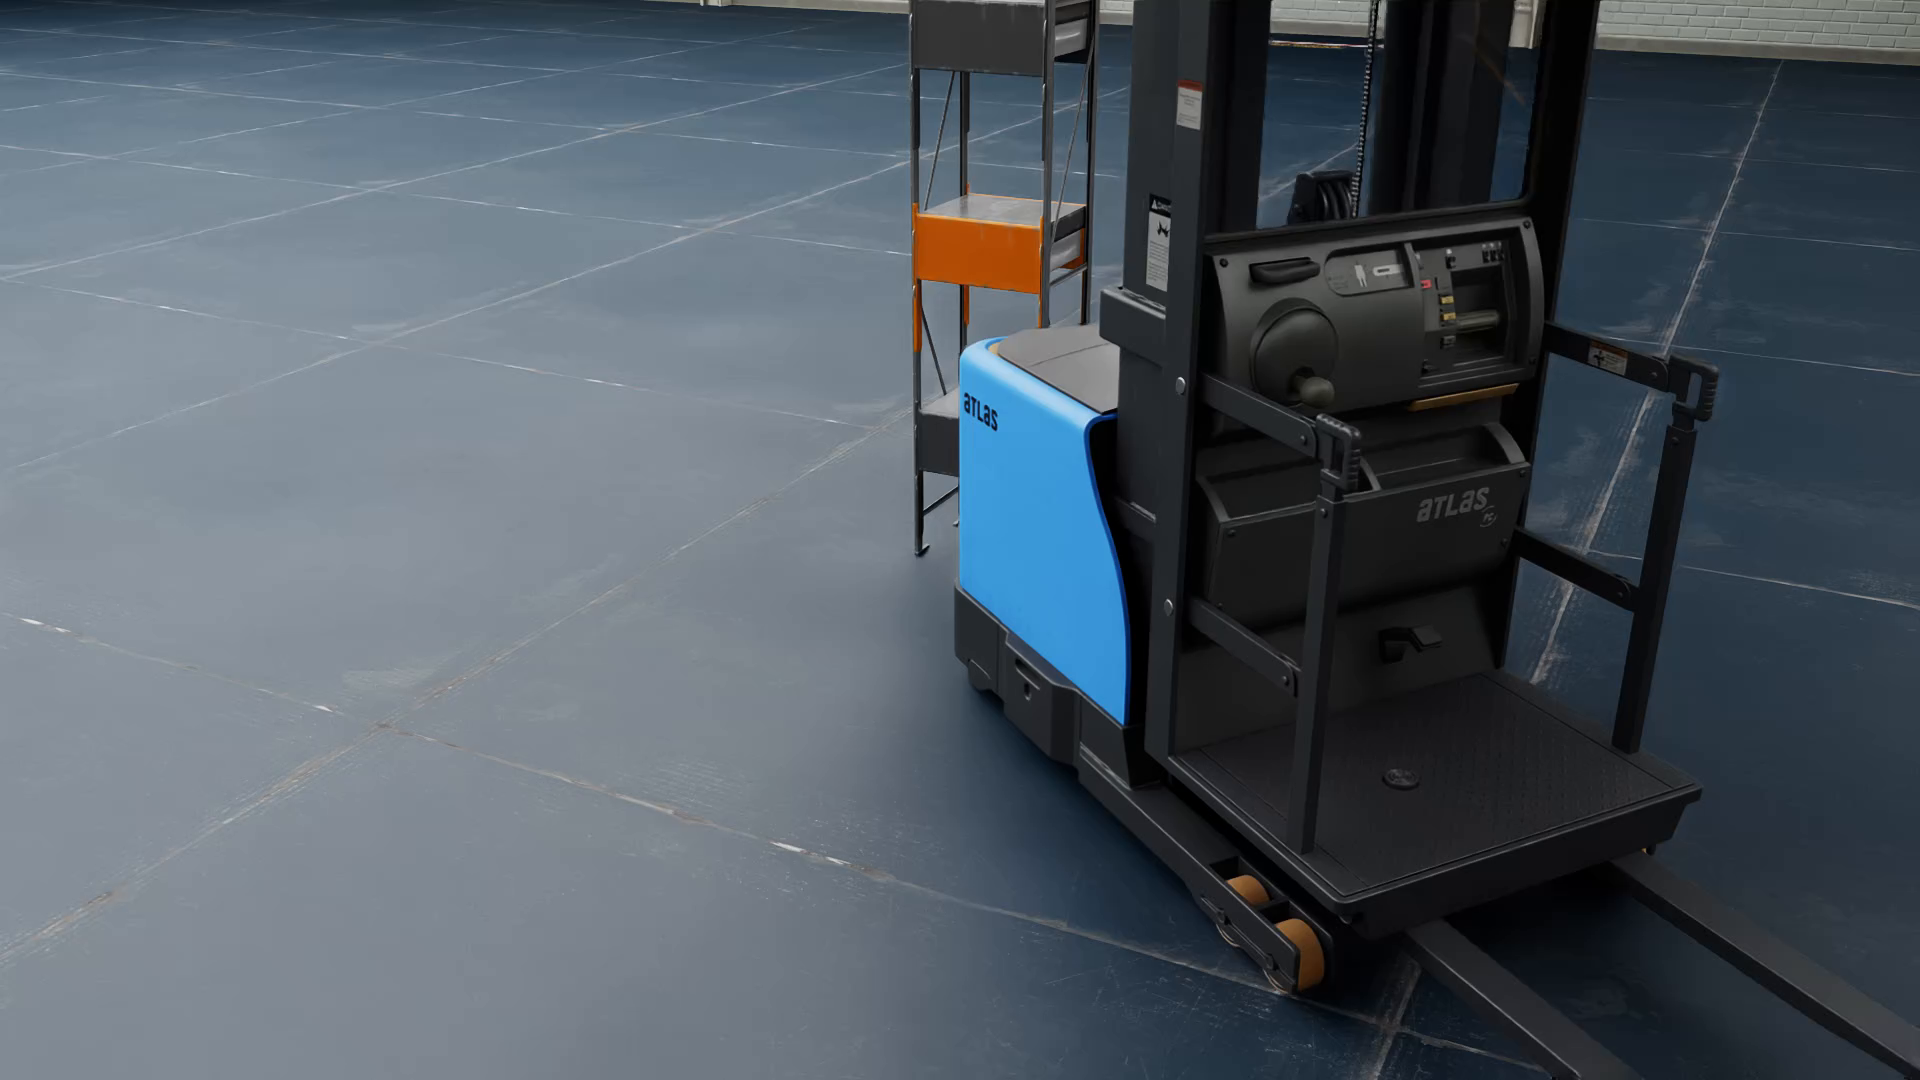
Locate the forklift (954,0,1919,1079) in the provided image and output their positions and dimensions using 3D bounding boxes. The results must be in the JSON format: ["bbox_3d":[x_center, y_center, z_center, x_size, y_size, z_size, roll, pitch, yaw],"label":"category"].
[{"bbox_3d":[1.084,-0.508,3.700,1.130,2.935,3.031,-11,25,-24],"label":"forklift"}]

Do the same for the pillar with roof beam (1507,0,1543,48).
[{"bbox_3d":[5.005,-8.783,15.405,0.400,9.000,9.100,11,25,25],"label":"pillar with roof beam"}]

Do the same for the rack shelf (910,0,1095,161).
[{"bbox_3d":[0.148,-1.569,5.502,0.480,0.518,0.431,11,25,25],"label":"rack shelf"}]

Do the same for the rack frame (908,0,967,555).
[{"bbox_3d":[-0.070,-0.980,5.872,0.015,2.100,0.400,11,25,25],"label":"rack frame"}]

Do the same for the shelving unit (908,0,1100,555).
[{"bbox_3d":[0.148,-0.937,5.770,0.503,2.100,0.431,11,25,25],"label":"shelving unit"}]

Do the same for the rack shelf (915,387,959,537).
[{"bbox_3d":[0.148,-0.280,6.050,0.480,0.518,0.431,11,25,25],"label":"rack shelf"}]

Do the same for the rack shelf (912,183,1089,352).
[{"bbox_3d":[0.148,-0.924,5.776,0.480,0.518,0.431,11,25,25],"label":"rack shelf"}]

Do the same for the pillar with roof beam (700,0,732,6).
[{"bbox_3d":[-5.704,-10.902,20.387,0.400,9.000,9.100,11,25,25],"label":"pillar with roof beam"}]

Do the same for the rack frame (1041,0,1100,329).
[{"bbox_3d":[0.365,-0.894,5.669,0.015,2.100,0.400,11,25,25],"label":"rack frame"}]
